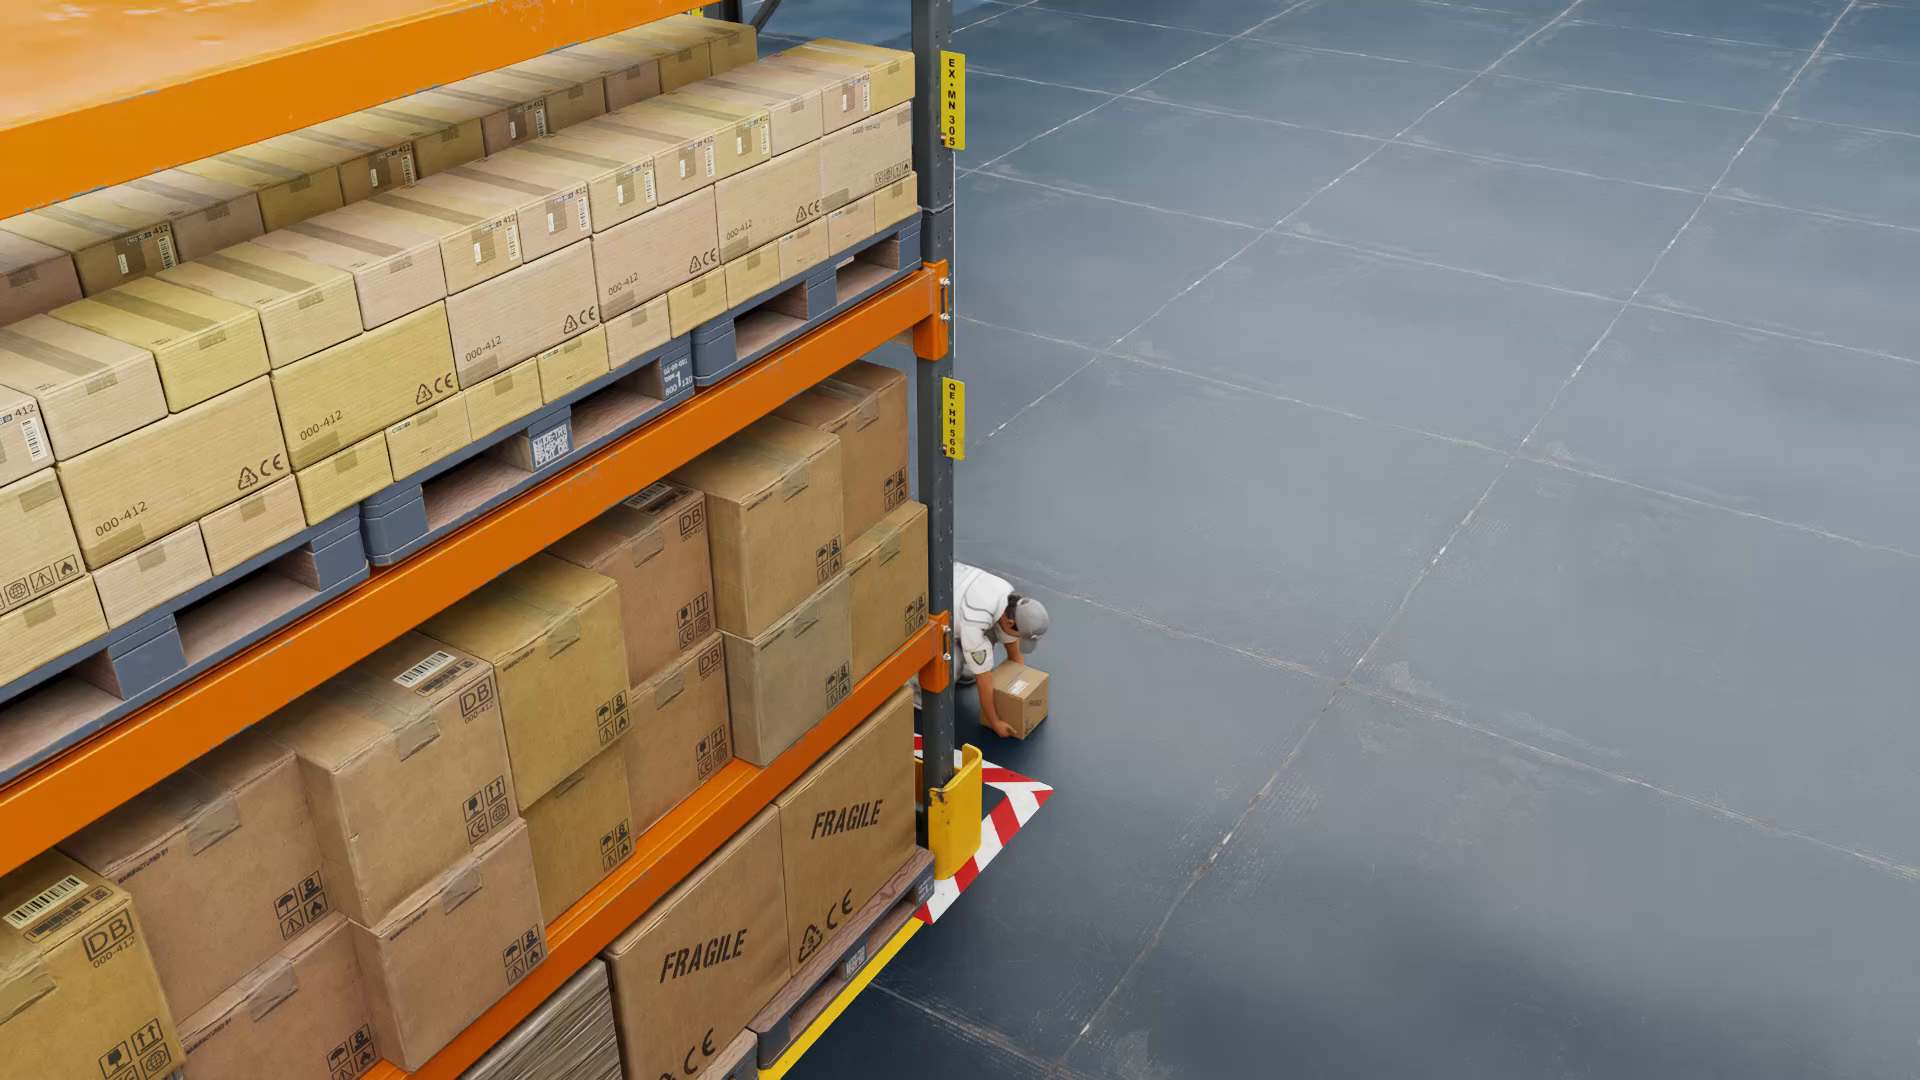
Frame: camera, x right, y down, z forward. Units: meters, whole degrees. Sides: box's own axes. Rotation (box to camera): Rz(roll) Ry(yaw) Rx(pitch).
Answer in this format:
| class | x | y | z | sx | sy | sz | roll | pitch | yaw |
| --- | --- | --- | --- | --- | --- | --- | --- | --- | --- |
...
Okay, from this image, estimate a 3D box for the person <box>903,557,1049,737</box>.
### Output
| class | x | y | z | sx | sy | sz | roll | pitch | yaw |
| --- | --- | --- | --- | --- | --- | --- | --- | --- | --- |
| person | 0.005 | 0.473 | 8.263 | 0.943 | 0.797 | 0.515 | 17 | 35 | 27 |
